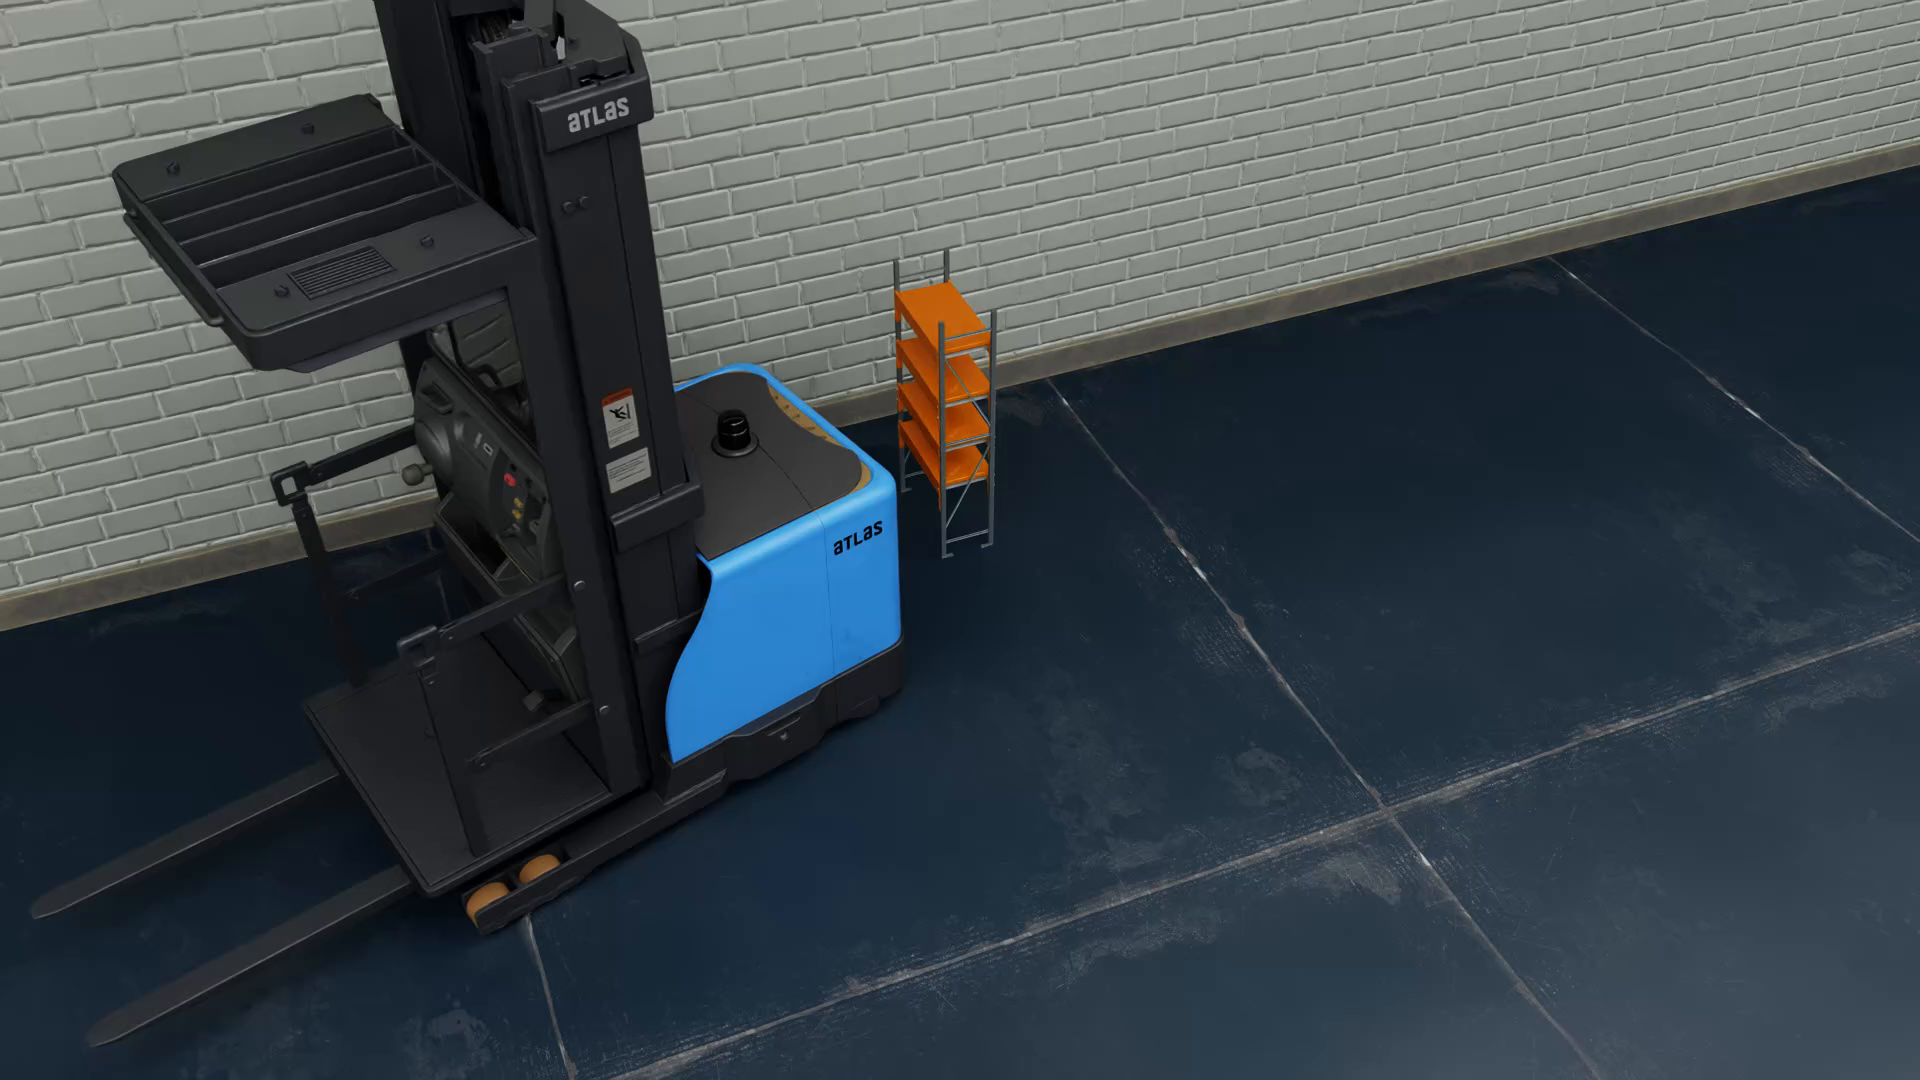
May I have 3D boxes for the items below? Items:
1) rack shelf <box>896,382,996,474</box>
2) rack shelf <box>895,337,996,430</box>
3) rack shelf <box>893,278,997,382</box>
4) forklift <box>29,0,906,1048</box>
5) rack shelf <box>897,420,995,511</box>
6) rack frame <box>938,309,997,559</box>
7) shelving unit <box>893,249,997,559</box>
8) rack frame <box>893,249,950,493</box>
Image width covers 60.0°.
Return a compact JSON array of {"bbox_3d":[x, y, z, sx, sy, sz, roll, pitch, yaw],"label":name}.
[{"bbox_3d":[-0.063,-0.504,7.019,0.258,0.148,0.480,-15,43,-17],"label":"rack shelf"},{"bbox_3d":[-0.063,-0.673,6.873,0.258,0.148,0.480,-15,43,-17],"label":"rack shelf"},{"bbox_3d":[-0.063,-0.853,6.719,0.258,0.148,0.480,-15,43,-17],"label":"rack shelf"},{"bbox_3d":[-1.682,-0.167,5.196,3.031,2.935,1.130,-27,48,-28],"label":"forklift"},{"bbox_3d":[-0.063,-0.353,7.148,0.258,0.148,0.480,-15,43,-17],"label":"rack shelf"},{"bbox_3d":[0.030,-0.408,6.804,0.240,1.200,0.015,-15,43,-17],"label":"rack frame"},{"bbox_3d":[-0.063,-0.555,6.975,0.258,1.200,0.503,-15,43,-17],"label":"shelving unit"},{"bbox_3d":[-0.157,-0.702,7.146,0.240,1.200,0.015,-15,43,-17],"label":"rack frame"}]
